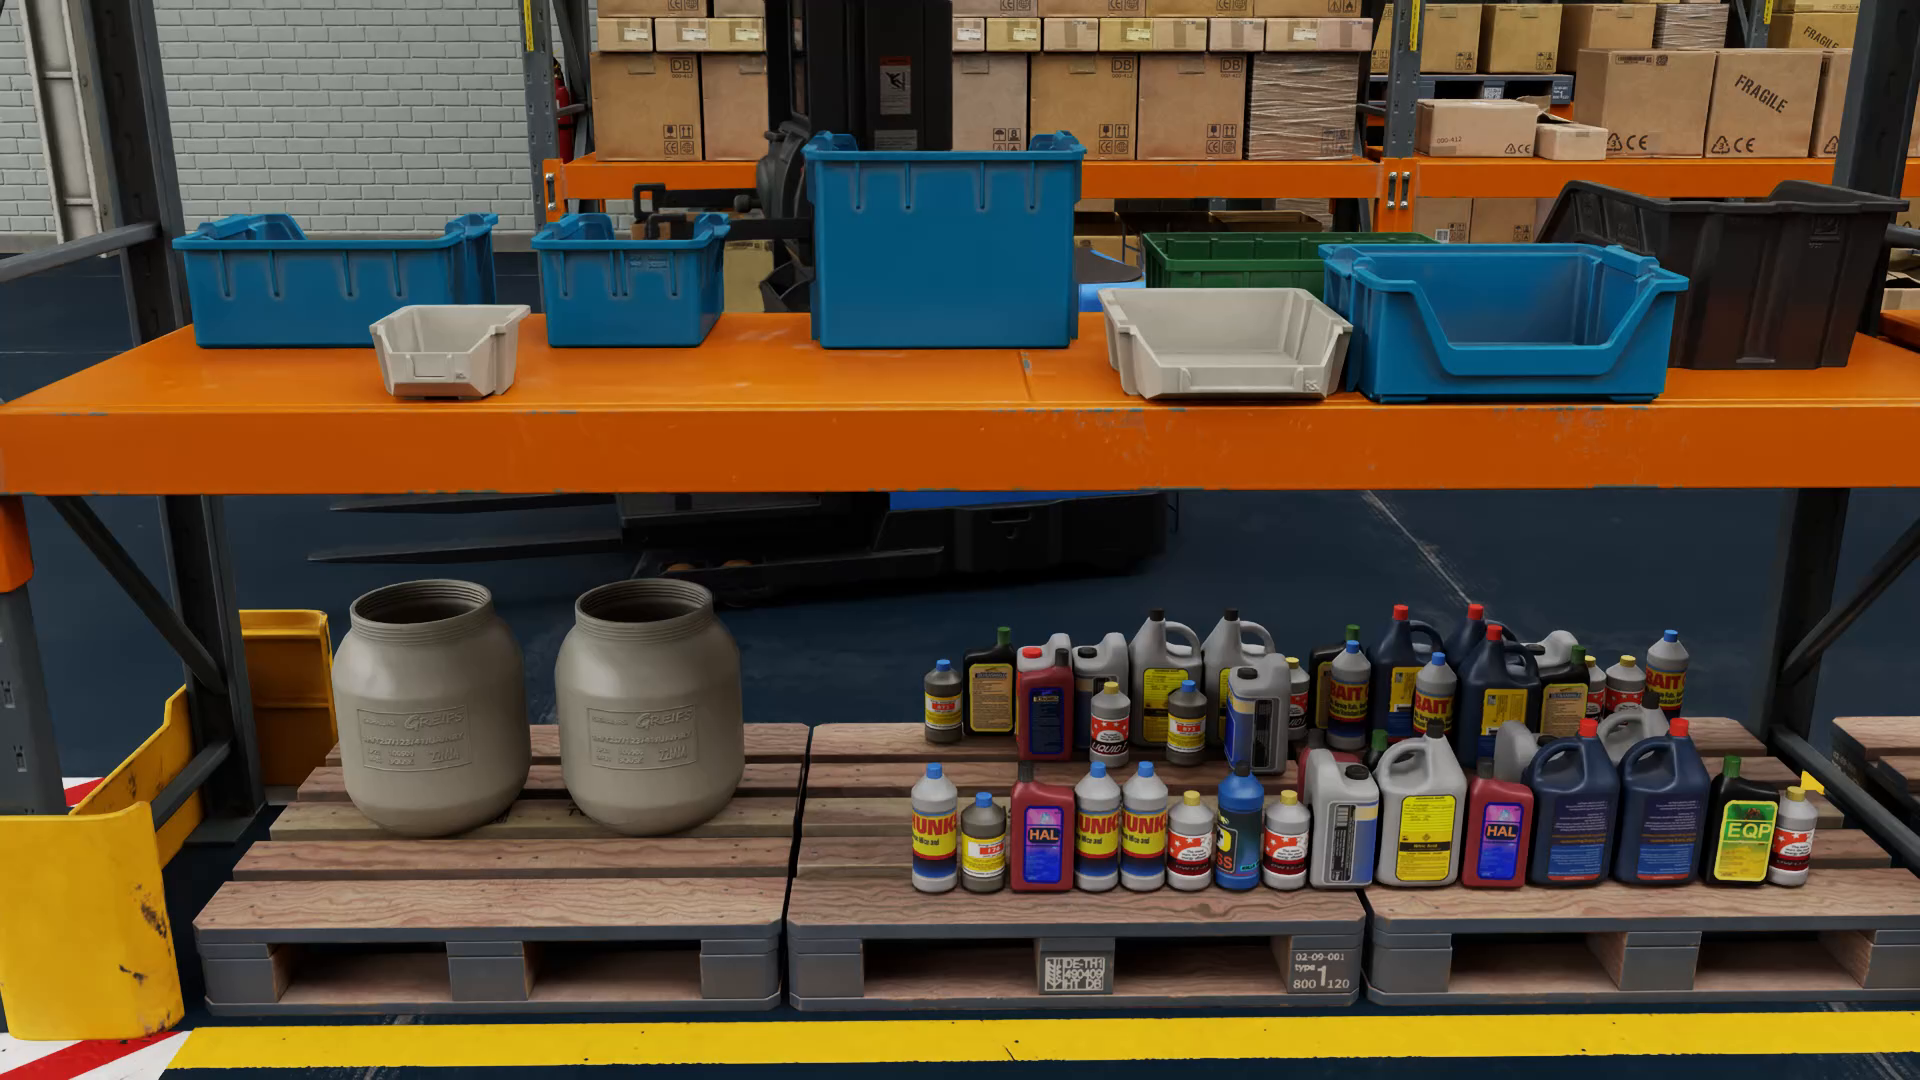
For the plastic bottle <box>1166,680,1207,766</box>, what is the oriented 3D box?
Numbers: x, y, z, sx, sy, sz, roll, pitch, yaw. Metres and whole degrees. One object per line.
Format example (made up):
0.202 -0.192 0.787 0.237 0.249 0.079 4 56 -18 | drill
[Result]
0.560 0.445 4.109 0.097 0.201 0.097 0 18 0 | plastic bottle

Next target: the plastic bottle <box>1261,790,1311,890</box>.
0.694 0.630 3.534 0.097 0.201 0.097 0 18 0 | plastic bottle

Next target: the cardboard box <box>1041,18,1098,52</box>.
0.516 -2.392 7.868 0.250 0.149 0.380 0 18 1 | cardboard box

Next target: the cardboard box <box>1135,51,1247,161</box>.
1.083 -2.147 8.167 0.500 0.500 0.700 0 18 -1 | cardboard box

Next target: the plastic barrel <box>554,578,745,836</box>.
-0.713 0.380 3.838 0.421 0.512 0.421 0 18 0 | plastic barrel

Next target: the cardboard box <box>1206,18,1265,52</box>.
1.276 -2.395 7.878 0.250 0.149 0.380 -1 18 -2 | cardboard box

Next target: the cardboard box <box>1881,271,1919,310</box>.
4.509 -1.201 8.278 0.500 0.311 0.500 0 18 -1 | cardboard box

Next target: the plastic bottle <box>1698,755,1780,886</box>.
1.652 0.592 3.519 0.133 0.283 0.061 1 18 2 | plastic bottle

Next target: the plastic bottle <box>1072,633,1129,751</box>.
0.349 0.375 4.206 0.135 0.276 0.152 -1 18 -2 | plastic bottle

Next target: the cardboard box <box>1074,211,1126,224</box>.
0.585 -1.444 8.726 0.500 0.500 0.500 0 18 -1 | cardboard box

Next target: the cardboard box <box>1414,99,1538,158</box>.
2.545 -2.052 8.280 0.500 0.250 0.500 1 18 3 | cardboard box

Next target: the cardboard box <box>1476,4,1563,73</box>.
4.256 -3.879 12.846 0.500 0.500 0.700 0 18 -1 | cardboard box

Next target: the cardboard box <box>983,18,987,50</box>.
0.233 -2.514 8.248 0.250 0.149 0.380 0 18 -1 | cardboard box

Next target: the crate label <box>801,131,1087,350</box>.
-0.035 -0.684 3.712 0.616 0.435 0.502 0 18 -1 | crate label

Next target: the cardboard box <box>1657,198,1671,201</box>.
5.252 -2.640 13.239 0.500 0.500 0.700 0 18 0 | cardboard box

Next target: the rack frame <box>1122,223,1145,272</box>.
0.663 -0.622 6.523 0.006 1.200 0.240 -4 18 -13 | rack frame

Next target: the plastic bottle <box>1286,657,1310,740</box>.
0.842 0.400 4.251 0.097 0.201 0.097 0 18 0 | plastic bottle

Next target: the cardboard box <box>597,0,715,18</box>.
-1.426 -2.753 7.931 0.500 0.500 0.700 0 18 -1 | cardboard box

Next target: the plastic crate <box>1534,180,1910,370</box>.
1.603 -0.602 3.615 0.504 0.338 0.767 0 18 -1 | plastic crate

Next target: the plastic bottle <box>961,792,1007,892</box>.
0.050 0.633 3.525 0.097 0.201 0.097 0 18 0 | plastic bottle

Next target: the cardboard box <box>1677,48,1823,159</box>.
3.849 -2.159 8.205 0.500 0.500 0.500 0 18 -1 | cardboard box

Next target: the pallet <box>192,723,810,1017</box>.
-0.984 0.735 3.911 1.213 0.211 1.003 0 18 -1 | pallet

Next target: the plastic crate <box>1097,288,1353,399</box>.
0.509 -0.384 3.267 0.437 0.136 0.530 0 18 -1 | plastic crate

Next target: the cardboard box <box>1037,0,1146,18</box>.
0.604 -2.764 7.967 0.500 0.500 0.700 0 18 -1 | cardboard box

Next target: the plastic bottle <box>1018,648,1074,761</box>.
0.213 0.405 4.101 0.133 0.283 0.061 0 18 -1 | plastic bottle

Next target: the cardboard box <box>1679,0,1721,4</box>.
5.627 -4.195 12.770 0.250 0.149 0.380 -3 18 -8 | cardboard box

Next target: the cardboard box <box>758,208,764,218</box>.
-1.334 -2.507 13.133 0.500 0.311 0.500 -2 18 -7 | cardboard box

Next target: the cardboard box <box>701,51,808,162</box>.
-0.954 -2.139 8.140 0.500 0.500 0.700 0 18 1 | cardboard box

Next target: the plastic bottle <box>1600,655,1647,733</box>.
1.701 0.396 4.264 0.097 0.201 0.097 0 18 0 | plastic bottle

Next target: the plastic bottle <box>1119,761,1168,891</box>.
0.389 0.598 3.519 0.097 0.271 0.097 0 18 0 | plastic bottle

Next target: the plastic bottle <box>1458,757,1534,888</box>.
1.135 0.594 3.511 0.133 0.283 0.061 1 18 3 | plastic bottle

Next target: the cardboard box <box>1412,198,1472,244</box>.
3.734 -2.657 13.291 0.500 0.500 0.700 0 18 0 | cardboard box

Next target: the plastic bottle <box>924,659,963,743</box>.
-0.042 0.404 4.238 0.097 0.201 0.097 0 18 0 | plastic bottle

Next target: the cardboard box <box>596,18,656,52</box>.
-1.550 -2.381 7.835 0.250 0.149 0.380 0 18 -1 | cardboard box

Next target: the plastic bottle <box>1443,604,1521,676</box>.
1.315 0.334 4.213 0.185 0.351 0.144 0 18 1 | plastic bottle

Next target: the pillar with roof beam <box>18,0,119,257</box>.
-7.273 -5.382 8.594 0.400 9.000 9.100 0 18 -1 | pillar with roof beam

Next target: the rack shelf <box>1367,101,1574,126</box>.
3.972 -3.288 13.065 4.000 0.370 1.077 0 18 -1 | rack shelf

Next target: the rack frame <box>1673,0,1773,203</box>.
5.971 -3.640 12.985 0.127 3.000 1.000 0 18 -1 | rack frame

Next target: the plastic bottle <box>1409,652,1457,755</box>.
1.171 0.409 4.108 0.097 0.271 0.097 0 18 0 | plastic bottle

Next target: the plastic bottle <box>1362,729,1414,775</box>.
0.947 0.551 3.646 0.133 0.283 0.061 0 18 -1 | plastic bottle

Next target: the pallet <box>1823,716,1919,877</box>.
2.913 0.717 3.967 1.213 0.211 1.003 0 18 -1 | pallet

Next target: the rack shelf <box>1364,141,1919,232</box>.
4.053 -1.775 8.348 4.000 0.370 1.077 0 18 -1 | rack shelf

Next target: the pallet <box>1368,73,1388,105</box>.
2.738 -3.489 12.827 1.213 0.211 1.003 0 18 -1 | pallet

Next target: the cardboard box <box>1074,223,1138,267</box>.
0.594 -1.284 8.227 0.500 0.500 0.500 0 18 -1 | cardboard box

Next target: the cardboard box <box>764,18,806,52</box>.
-0.784 -2.385 7.846 0.250 0.149 0.380 -1 18 -2 | cardboard box

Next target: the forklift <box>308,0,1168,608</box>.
-0.805 -1.323 5.874 3.031 2.935 1.130 -4 18 -13 | forklift

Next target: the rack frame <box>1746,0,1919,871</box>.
2.128 -0.595 3.492 0.127 3.000 1.000 0 18 -1 | rack frame

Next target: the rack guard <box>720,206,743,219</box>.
-1.952 -2.412 13.248 0.348 0.500 1.175 0 18 -1 | rack guard

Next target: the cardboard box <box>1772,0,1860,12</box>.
6.458 -4.120 12.568 0.500 0.250 0.500 0 18 0 | cardboard box

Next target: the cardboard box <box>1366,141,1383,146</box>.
3.148 -3.009 13.162 0.500 0.250 0.500 -1 18 -2 | cardboard box

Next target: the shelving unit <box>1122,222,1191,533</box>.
0.752 -0.629 6.543 0.189 1.200 0.258 -4 18 -13 | shelving unit

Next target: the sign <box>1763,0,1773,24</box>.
5.989 -3.988 12.304 0.005 0.325 0.100 0 18 -1 | sign
